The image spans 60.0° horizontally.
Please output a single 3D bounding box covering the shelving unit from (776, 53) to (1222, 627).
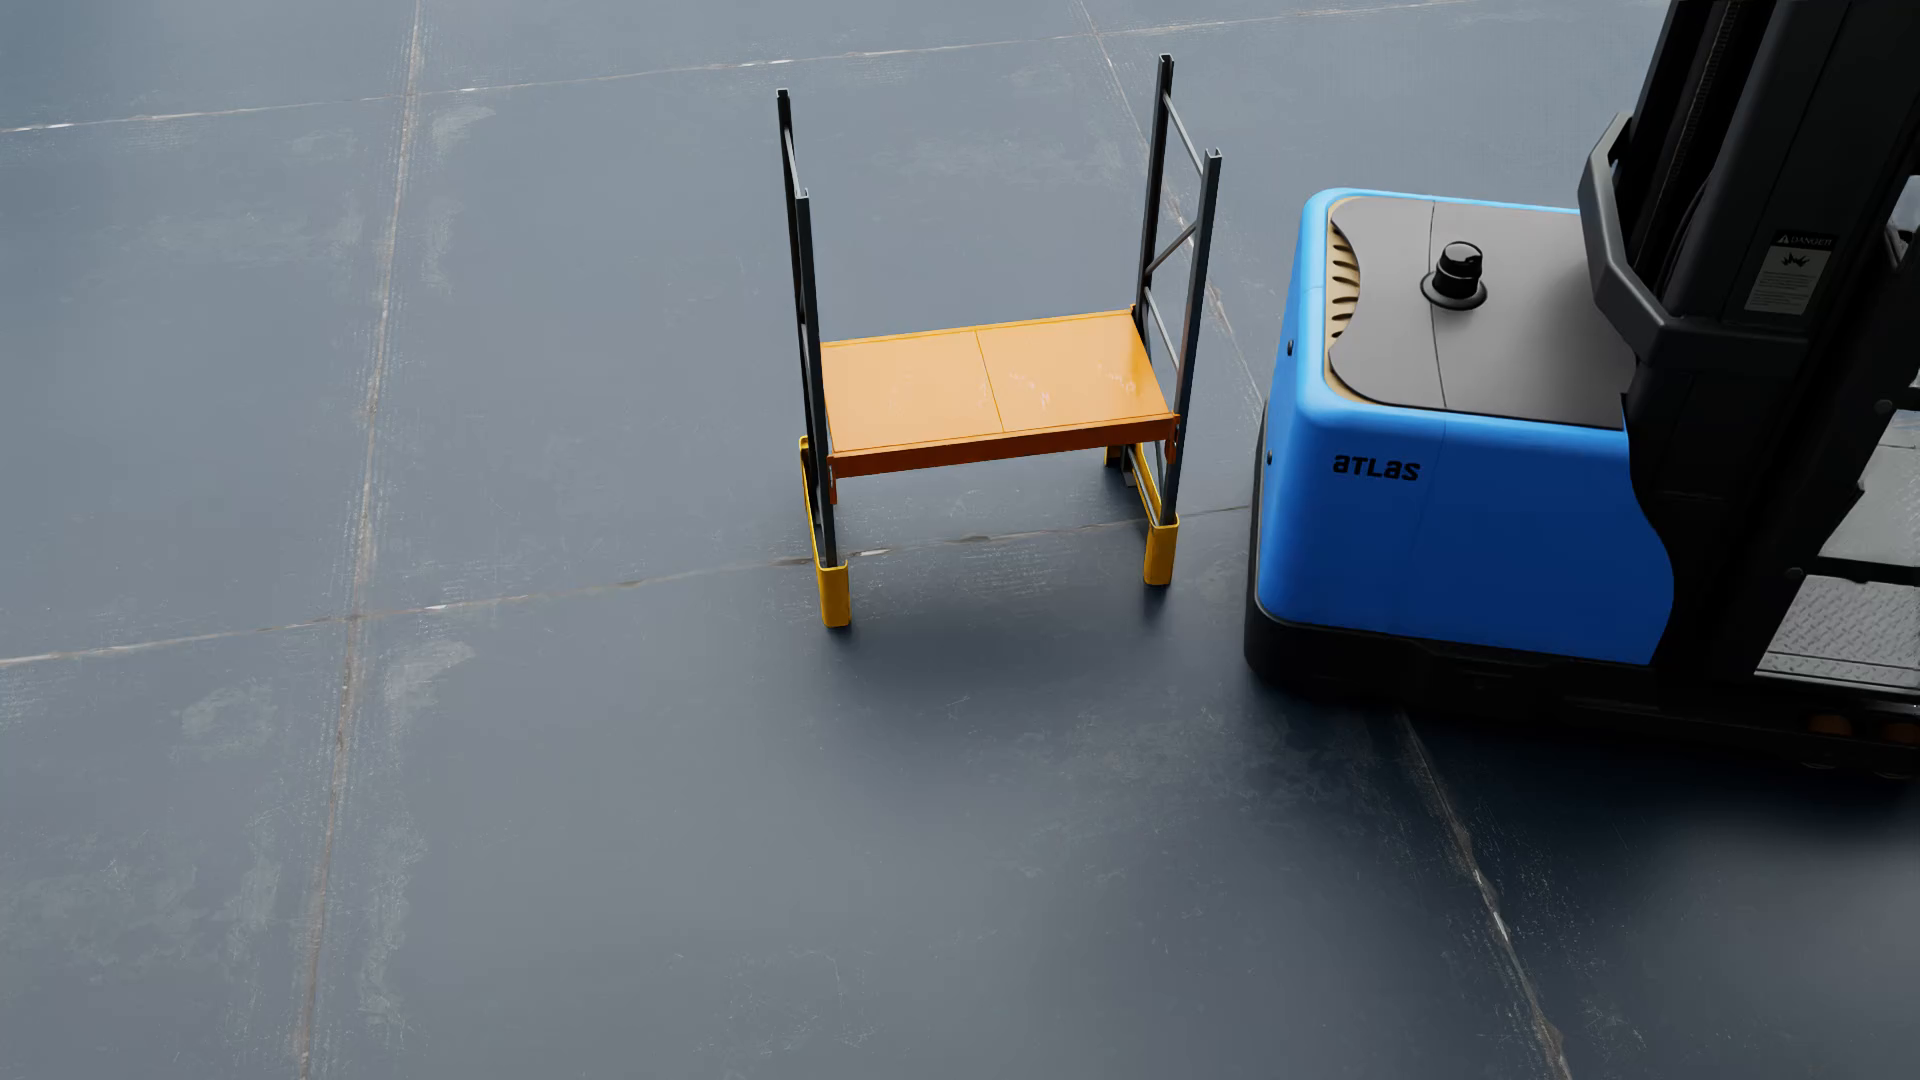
[{"bbox_3d":[0.075,-0.530,4.719,1.083,1.500,0.587,-7,46,-7],"label":"shelving unit"}]

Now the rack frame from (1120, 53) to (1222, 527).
[{"bbox_3d":[0.585,-0.593,4.780,0.032,1.500,0.500,-7,46,-7],"label":"rack frame"}]

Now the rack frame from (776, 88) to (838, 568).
[{"bbox_3d":[-0.417,-0.468,4.660,0.032,1.500,0.500,-7,46,-7],"label":"rack frame"}]

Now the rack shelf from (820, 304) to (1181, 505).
[{"bbox_3d":[0.084,-0.406,4.850,1.000,0.185,0.538,-7,46,-7],"label":"rack shelf"}]

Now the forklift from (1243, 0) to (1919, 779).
[{"bbox_3d":[2.390,-0.770,3.957,3.031,2.935,1.130,7,46,7],"label":"forklift"}]

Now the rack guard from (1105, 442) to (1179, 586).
[{"bbox_3d":[0.566,-0.157,5.228,0.087,0.250,0.587,-7,46,-7],"label":"rack guard"}]

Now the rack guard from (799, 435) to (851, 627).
[{"bbox_3d":[-0.416,-0.035,5.110,0.087,0.250,0.587,-7,46,-7],"label":"rack guard"}]
